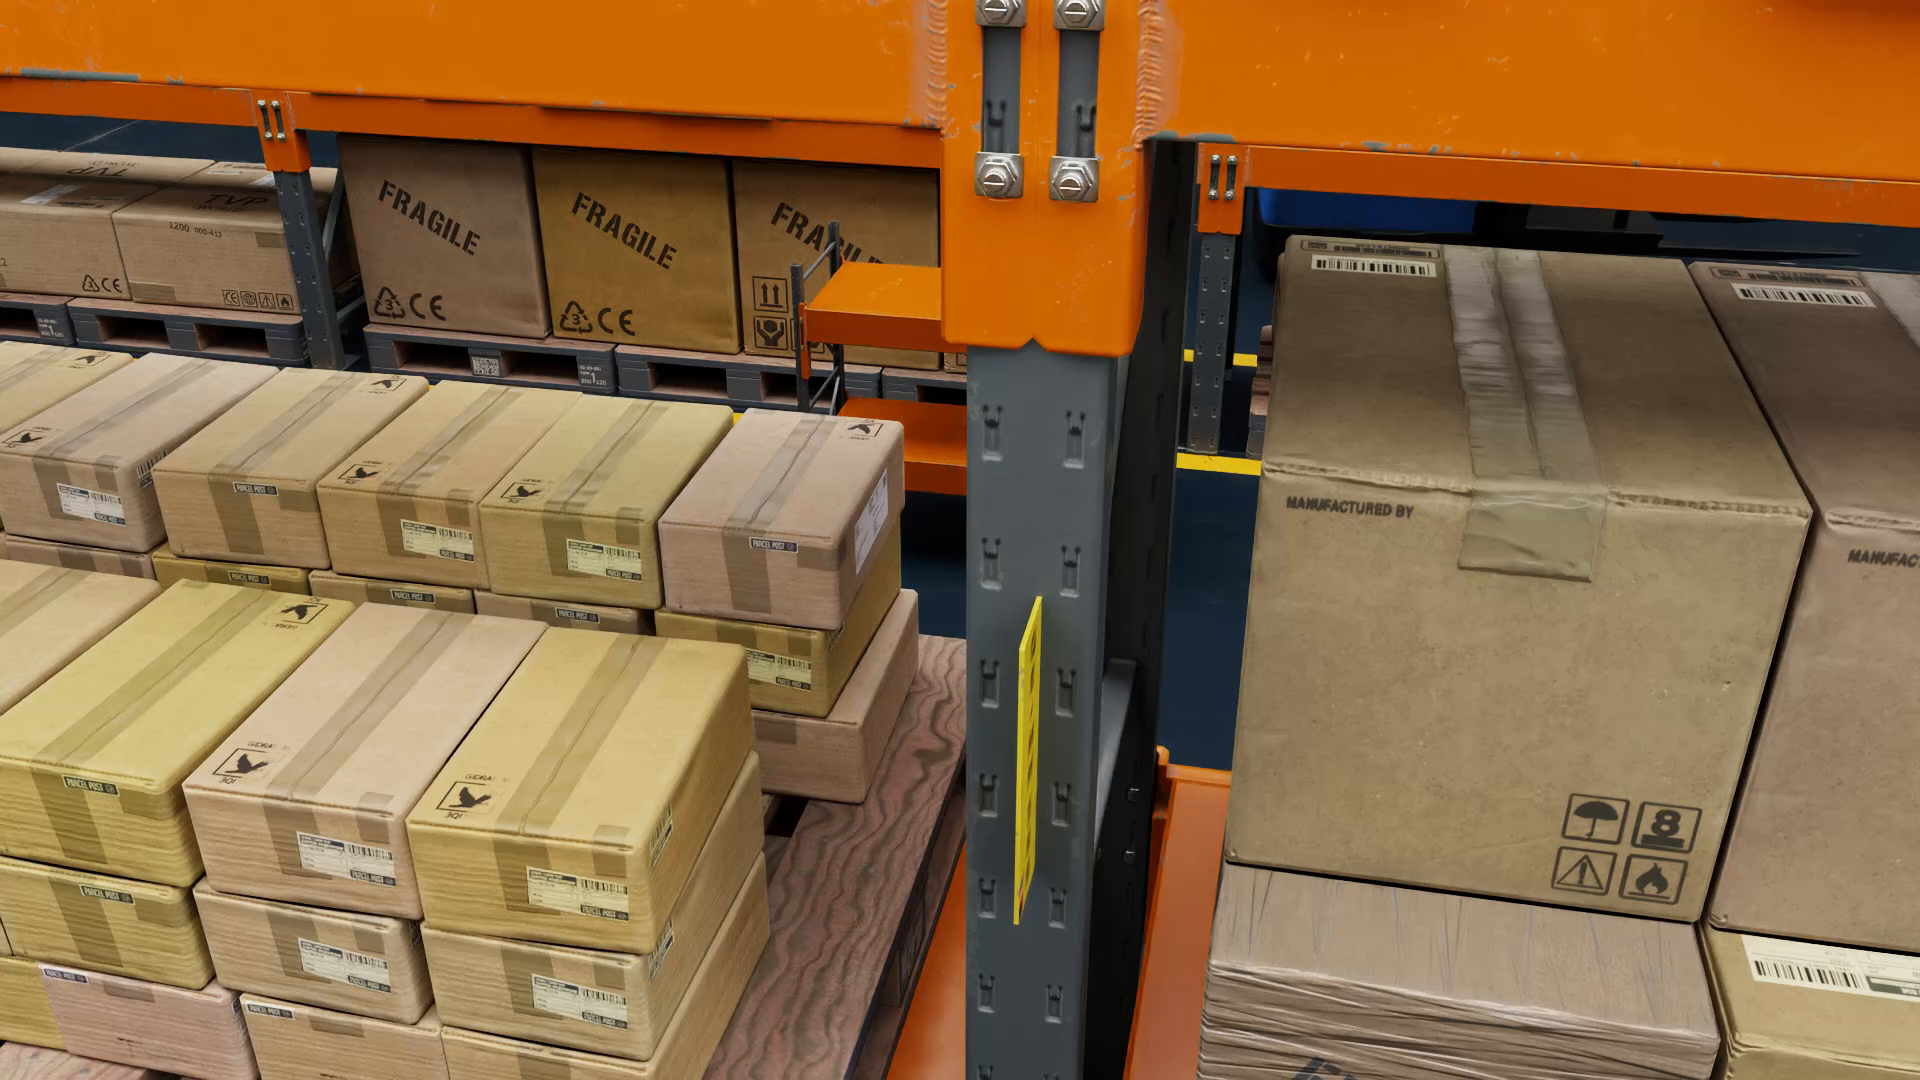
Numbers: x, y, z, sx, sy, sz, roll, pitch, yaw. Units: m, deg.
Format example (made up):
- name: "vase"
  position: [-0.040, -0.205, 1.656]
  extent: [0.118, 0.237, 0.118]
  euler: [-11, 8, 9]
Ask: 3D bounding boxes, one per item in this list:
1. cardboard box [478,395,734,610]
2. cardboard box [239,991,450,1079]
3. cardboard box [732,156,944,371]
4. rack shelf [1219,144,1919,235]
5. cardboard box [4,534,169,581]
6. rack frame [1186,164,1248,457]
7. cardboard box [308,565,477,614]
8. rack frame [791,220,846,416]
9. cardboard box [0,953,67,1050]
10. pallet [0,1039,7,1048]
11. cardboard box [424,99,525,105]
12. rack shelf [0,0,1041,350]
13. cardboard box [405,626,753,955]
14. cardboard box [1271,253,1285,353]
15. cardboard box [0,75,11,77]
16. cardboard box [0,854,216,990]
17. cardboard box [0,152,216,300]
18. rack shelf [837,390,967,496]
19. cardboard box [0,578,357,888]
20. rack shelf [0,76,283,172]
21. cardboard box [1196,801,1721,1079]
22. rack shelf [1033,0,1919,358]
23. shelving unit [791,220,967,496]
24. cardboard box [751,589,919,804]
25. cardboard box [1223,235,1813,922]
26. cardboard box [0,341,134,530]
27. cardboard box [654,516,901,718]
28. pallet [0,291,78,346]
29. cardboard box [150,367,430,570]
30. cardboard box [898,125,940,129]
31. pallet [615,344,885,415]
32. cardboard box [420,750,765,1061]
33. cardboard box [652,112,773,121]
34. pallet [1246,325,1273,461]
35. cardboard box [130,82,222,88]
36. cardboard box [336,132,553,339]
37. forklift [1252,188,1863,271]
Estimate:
- name: "cardboard box"
  position: [-0.505, -0.064, 2.449]
  extent: [0.250, 0.149, 0.380]
  euler: [5, 29, 9]
- name: "cardboard box"
  position: [-0.651, 0.500, 2.037]
  extent: [0.250, 0.149, 0.380]
  euler: [6, 29, 10]
- name: "cardboard box"
  position: [-0.425, -1.353, 7.373]
  extent: [0.875, 0.875, 0.875]
  euler: [6, 29, 11]
- name: "rack shelf"
  position: [3.061, -1.385, 6.406]
  extent: [4.000, 0.370, 1.077]
  euler: [6, 29, 11]
- name: "cardboard box"
  position: [-1.278, -0.016, 2.670]
  extent: [0.250, 0.149, 0.380]
  euler: [6, 29, 11]
- name: "rack frame"
  position: [1.105, -1.901, 6.599]
  extent: [0.127, 3.000, 1.000]
  euler: [6, 29, 11]
- name: "cardboard box"
  position: [-0.788, 0.035, 2.577]
  extent: [0.250, 0.149, 0.380]
  euler: [5, 29, 9]
- name: "rack frame"
  position: [-0.504, -0.545, 6.074]
  extent: [0.032, 1.125, 0.500]
  euler: [6, 29, 11]
- name: "cardboard box"
  position: [-1.146, 0.448, 2.133]
  extent: [0.250, 0.149, 0.380]
  euler: [5, 29, 10]
- name: "pallet"
  position: [-1.774, 0.338, 2.708]
  extent: [1.213, 0.211, 1.003]
  euler: [6, 29, 11]
- name: "cardboard box"
  position: [-1.925, -2.017, 6.967]
  extent: [0.500, 0.250, 0.500]
  euler: [5, 29, 9]
- name: "rack shelf"
  position: [-1.786, -0.767, 2.153]
  extent: [4.000, 0.370, 1.077]
  euler: [6, 29, 11]
- name: "cardboard box"
  position: [-0.405, 0.265, 1.848]
  extent: [0.250, 0.149, 0.380]
  euler: [5, 29, 9]
- name: "cardboard box"
  position: [1.655, -0.871, 7.017]
  extent: [0.625, 0.372, 0.950]
  euler: [4, 29, 7]
- name: "cardboard box"
  position: [-4.313, -2.365, 7.343]
  extent: [0.500, 0.500, 0.500]
  euler: [5, 29, 10]
- name: "cardboard box"
  position: [-0.927, 0.342, 2.016]
  extent: [0.250, 0.149, 0.380]
  euler: [7, 29, 12]
- name: "cardboard box"
  position: [-4.274, -1.566, 8.217]
  extent: [0.875, 0.438, 0.875]
  euler: [5, 29, 9]
- name: "rack shelf"
  position: [-0.007, -0.280, 6.099]
  extent: [1.000, 0.278, 0.538]
  euler: [6, 29, 11]
- name: "cardboard box"
  position: [-0.906, 0.212, 1.944]
  extent: [0.250, 0.149, 0.380]
  euler: [7, 29, 12]
- name: "rack shelf"
  position: [-4.763, -2.187, 7.871]
  extent: [4.000, 0.370, 1.077]
  euler: [6, 29, 11]
- name: "cardboard box"
  position: [0.553, 0.561, 1.997]
  extent: [0.500, 0.500, 0.500]
  euler: [6, 29, 11]
- name: "rack shelf"
  position: [2.126, -0.366, 1.421]
  extent: [4.000, 0.370, 1.077]
  euler: [6, 29, 11]
- name: "shelving unit"
  position: [-0.007, -0.494, 5.981]
  extent: [1.048, 1.125, 0.538]
  euler: [6, 29, 11]
- name: "cardboard box"
  position: [-0.225, 0.220, 2.549]
  extent: [0.250, 0.149, 0.380]
  euler: [5, 29, 10]
- name: "cardboard box"
  position: [0.607, 0.001, 1.980]
  extent: [0.500, 0.500, 0.700]
  euler: [6, 29, 10]
- name: "cardboard box"
  position: [-1.527, -0.170, 2.641]
  extent: [0.250, 0.149, 0.380]
  euler: [7, 29, 12]
- name: "cardboard box"
  position: [-0.261, 0.086, 2.483]
  extent: [0.250, 0.149, 0.380]
  euler: [7, 30, 13]
- name: "pallet"
  position: [-4.731, -1.314, 8.430]
  extent: [1.213, 0.211, 1.003]
  euler: [6, 29, 11]
- name: "cardboard box"
  position: [-1.003, -0.118, 2.547]
  extent: [0.250, 0.149, 0.380]
  euler: [5, 29, 8]
- name: "cardboard box"
  position: [0.053, -1.808, 6.585]
  extent: [0.500, 0.250, 0.500]
  euler: [6, 29, 11]
- name: "pallet"
  position: [-0.840, -0.916, 7.703]
  extent: [1.213, 0.211, 1.003]
  euler: [6, 29, 11]
- name: "cardboard box"
  position: [-0.408, 0.393, 1.922]
  extent: [0.250, 0.149, 0.380]
  euler: [6, 29, 12]
- name: "cardboard box"
  position: [-0.941, -1.904, 6.760]
  extent: [0.500, 0.250, 0.500]
  euler: [5, 29, 10]
- name: "pallet"
  position: [1.869, -0.599, 7.124]
  extent: [1.213, 0.211, 1.003]
  euler: [6, 29, 11]
- name: "cardboard box"
  position: [-3.314, -2.273, 7.174]
  extent: [0.500, 0.500, 0.500]
  euler: [6, 29, 11]
- name: "cardboard box"
  position: [-2.184, -1.530, 7.696]
  extent: [0.875, 0.875, 0.875]
  euler: [7, 29, 12]
- name: "forklift"
  position: [3.117, -2.788, 8.290]
  extent: [3.031, 2.935, 1.130]
  euler: [4, 29, 6]
